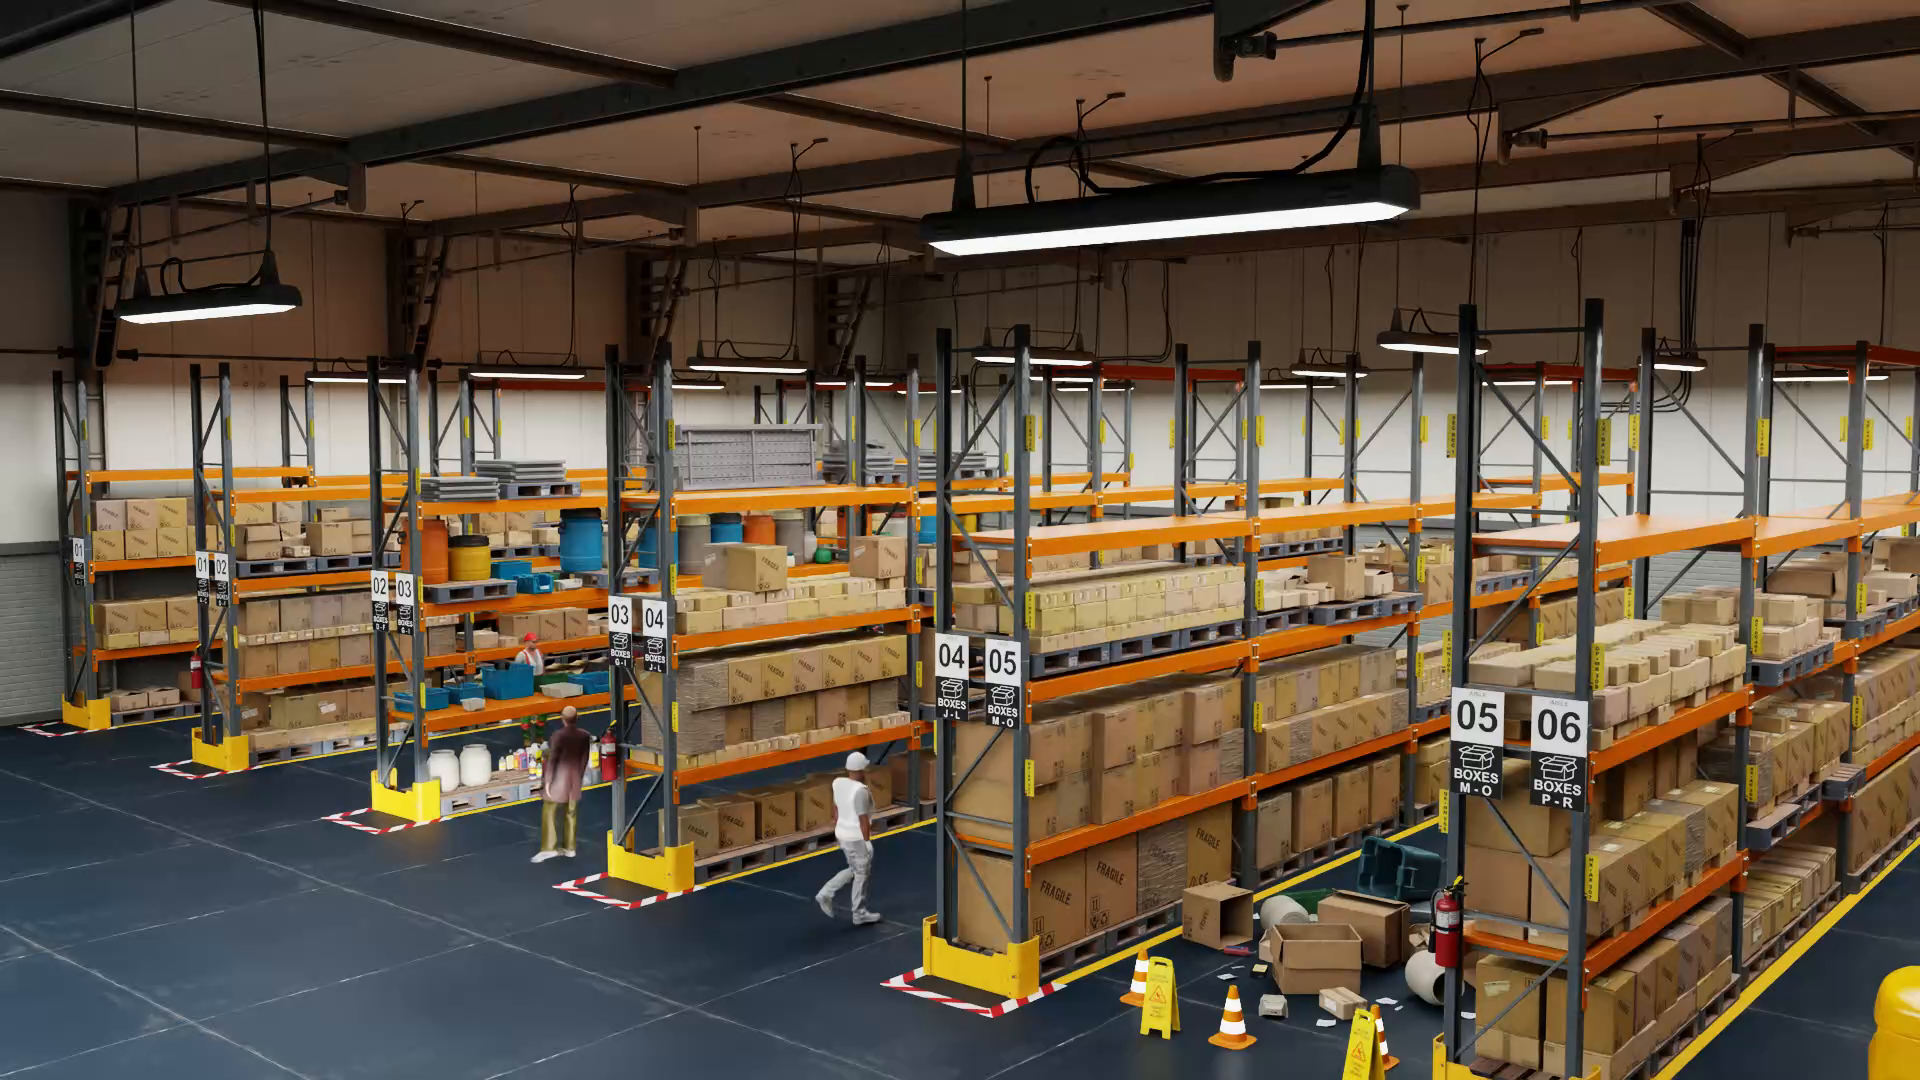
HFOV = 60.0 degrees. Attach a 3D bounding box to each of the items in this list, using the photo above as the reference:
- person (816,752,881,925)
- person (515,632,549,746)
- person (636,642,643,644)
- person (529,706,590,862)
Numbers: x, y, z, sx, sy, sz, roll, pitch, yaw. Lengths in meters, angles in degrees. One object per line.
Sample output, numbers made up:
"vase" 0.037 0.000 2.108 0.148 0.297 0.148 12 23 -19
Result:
"person" -1.123 3.041 16.957 0.670 1.777 0.554 -2 4 -21
"person" -6.808 2.393 26.456 0.381 1.859 0.625 4 6 42
"person" -6.691 1.858 34.979 0.475 1.709 0.406 0 4 2
"person" -4.713 2.869 19.612 0.398 1.825 0.715 4 6 43
